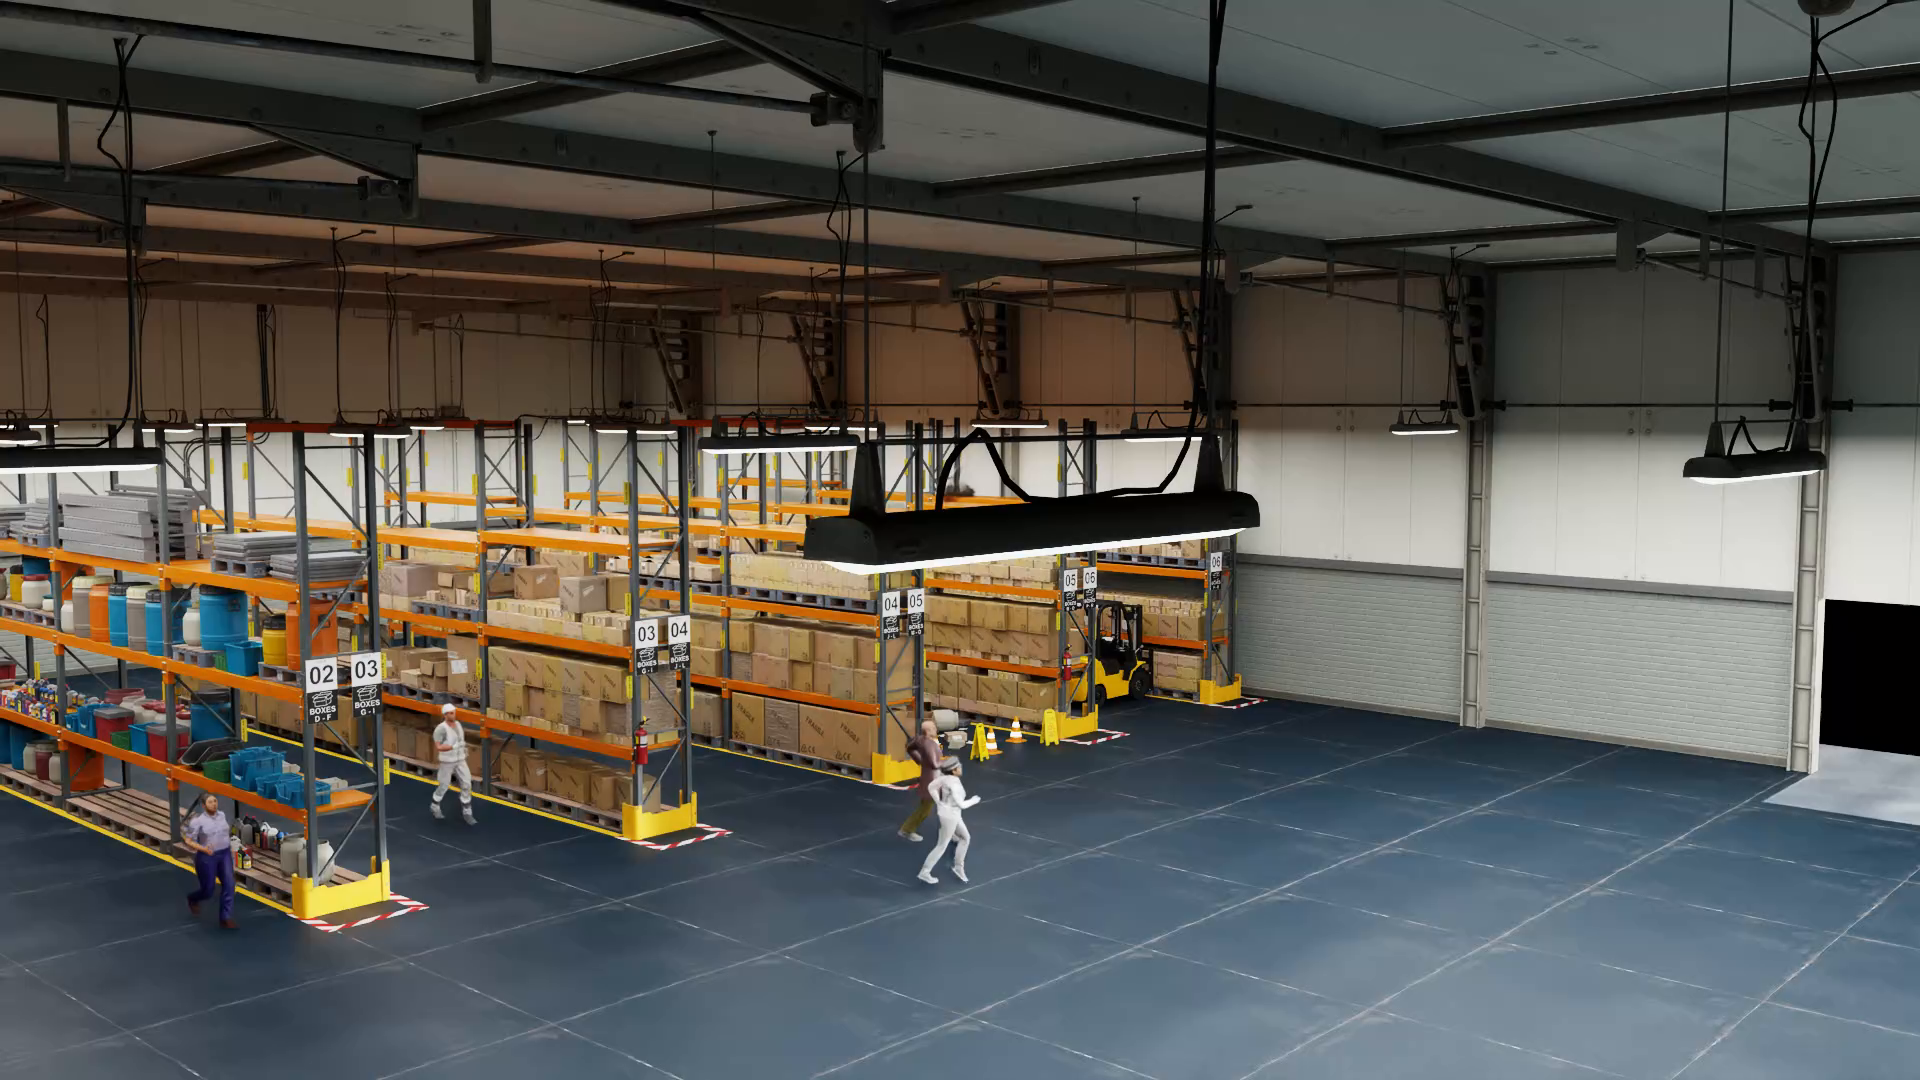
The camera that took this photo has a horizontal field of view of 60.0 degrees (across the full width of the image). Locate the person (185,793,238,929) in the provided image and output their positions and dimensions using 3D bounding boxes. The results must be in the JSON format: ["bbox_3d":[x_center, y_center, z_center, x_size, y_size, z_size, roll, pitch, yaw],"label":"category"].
[{"bbox_3d":[-9.057,3.871,20.164,0.820,1.606,0.609,3,6,37],"label":"person"}]

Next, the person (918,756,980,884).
[{"bbox_3d":[-0.165,3.700,21.917,0.866,1.725,0.622,-1,5,-14],"label":"person"}]

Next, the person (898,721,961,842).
[{"bbox_3d":[-0.429,3.496,23.967,0.963,1.815,0.725,-1,5,-6],"label":"person"}]

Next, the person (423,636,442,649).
[{"bbox_3d":[-12.759,2.193,40.363,0.597,1.722,0.720,2,5,19],"label":"person"}]

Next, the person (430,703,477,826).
[{"bbox_3d":[-7.667,3.371,25.081,0.855,1.834,0.651,3,6,34],"label":"person"}]
